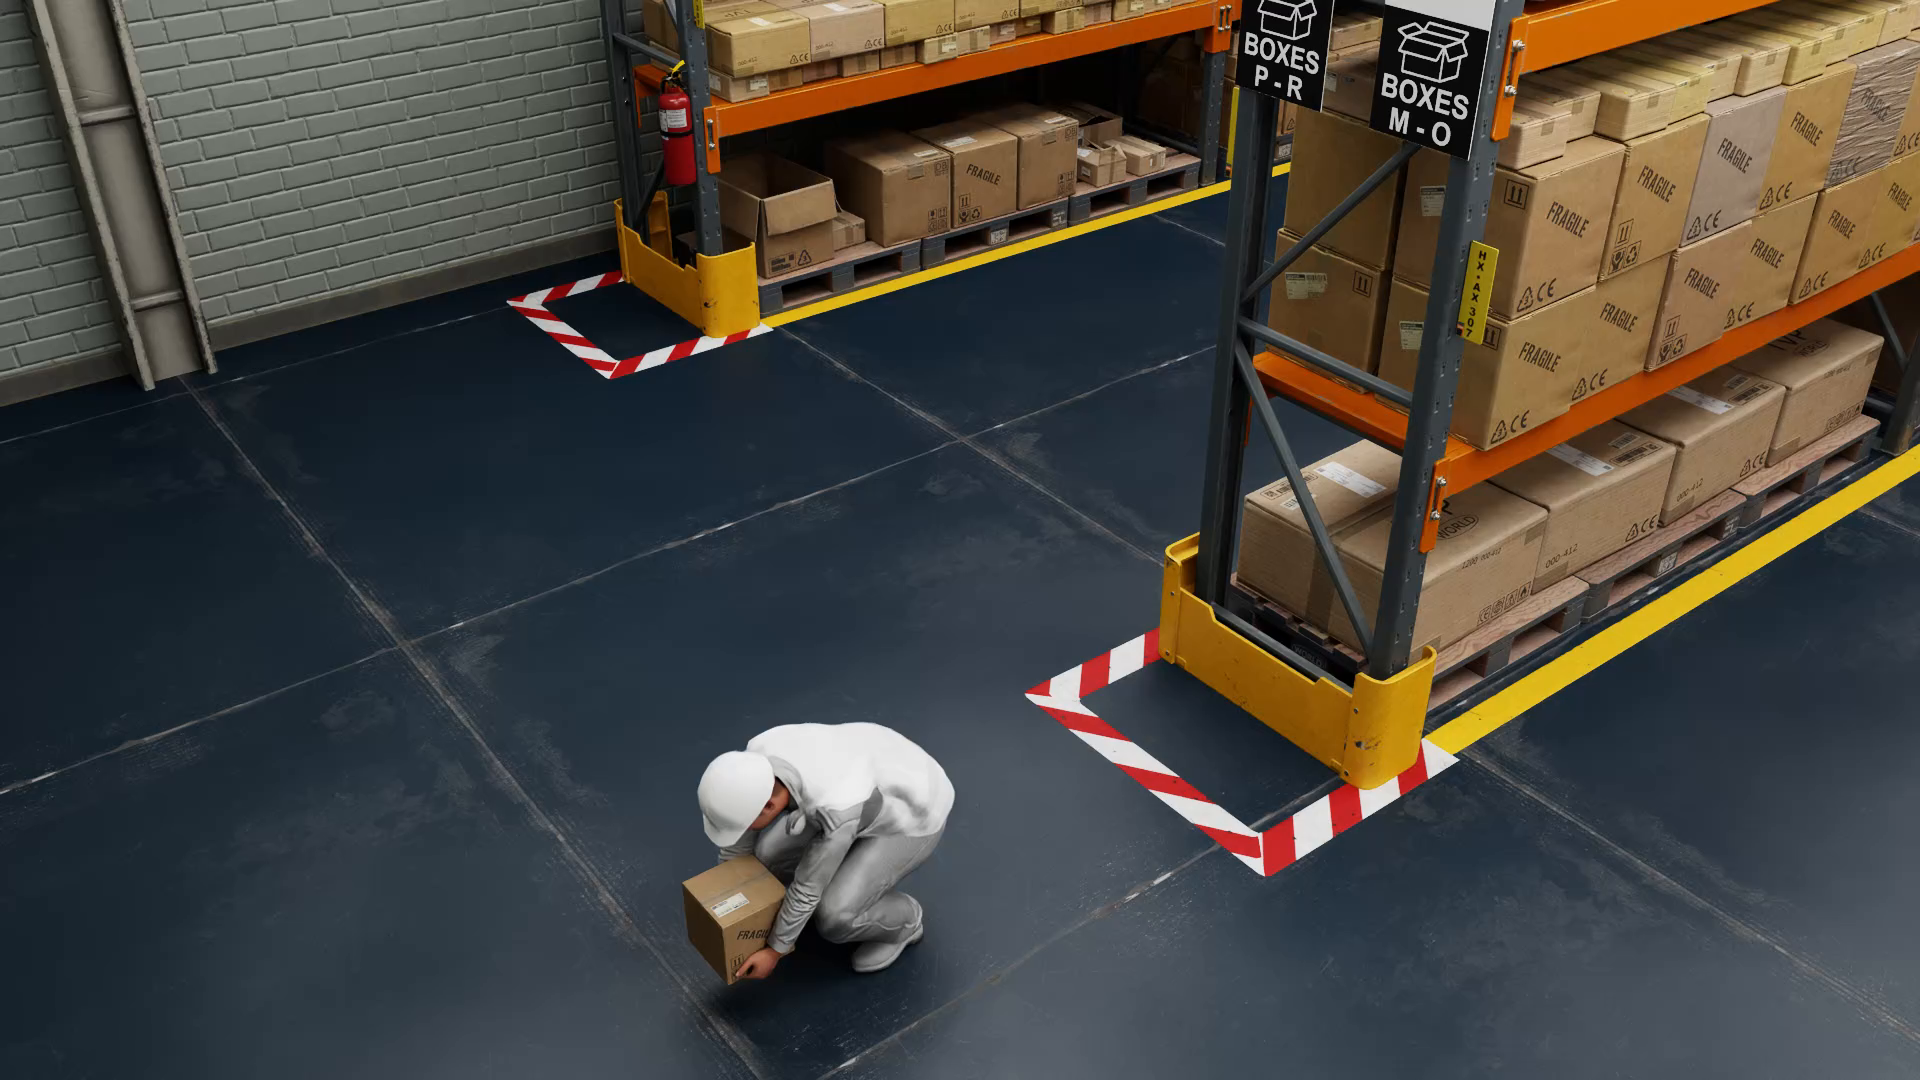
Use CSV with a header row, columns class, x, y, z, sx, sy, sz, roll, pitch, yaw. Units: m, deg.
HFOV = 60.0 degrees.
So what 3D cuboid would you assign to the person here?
class,x,y,z,sx,sy,sz,roll,pitch,yaw
person,-0.433,0.944,5.335,0.891,1.005,0.512,-23,39,-32
